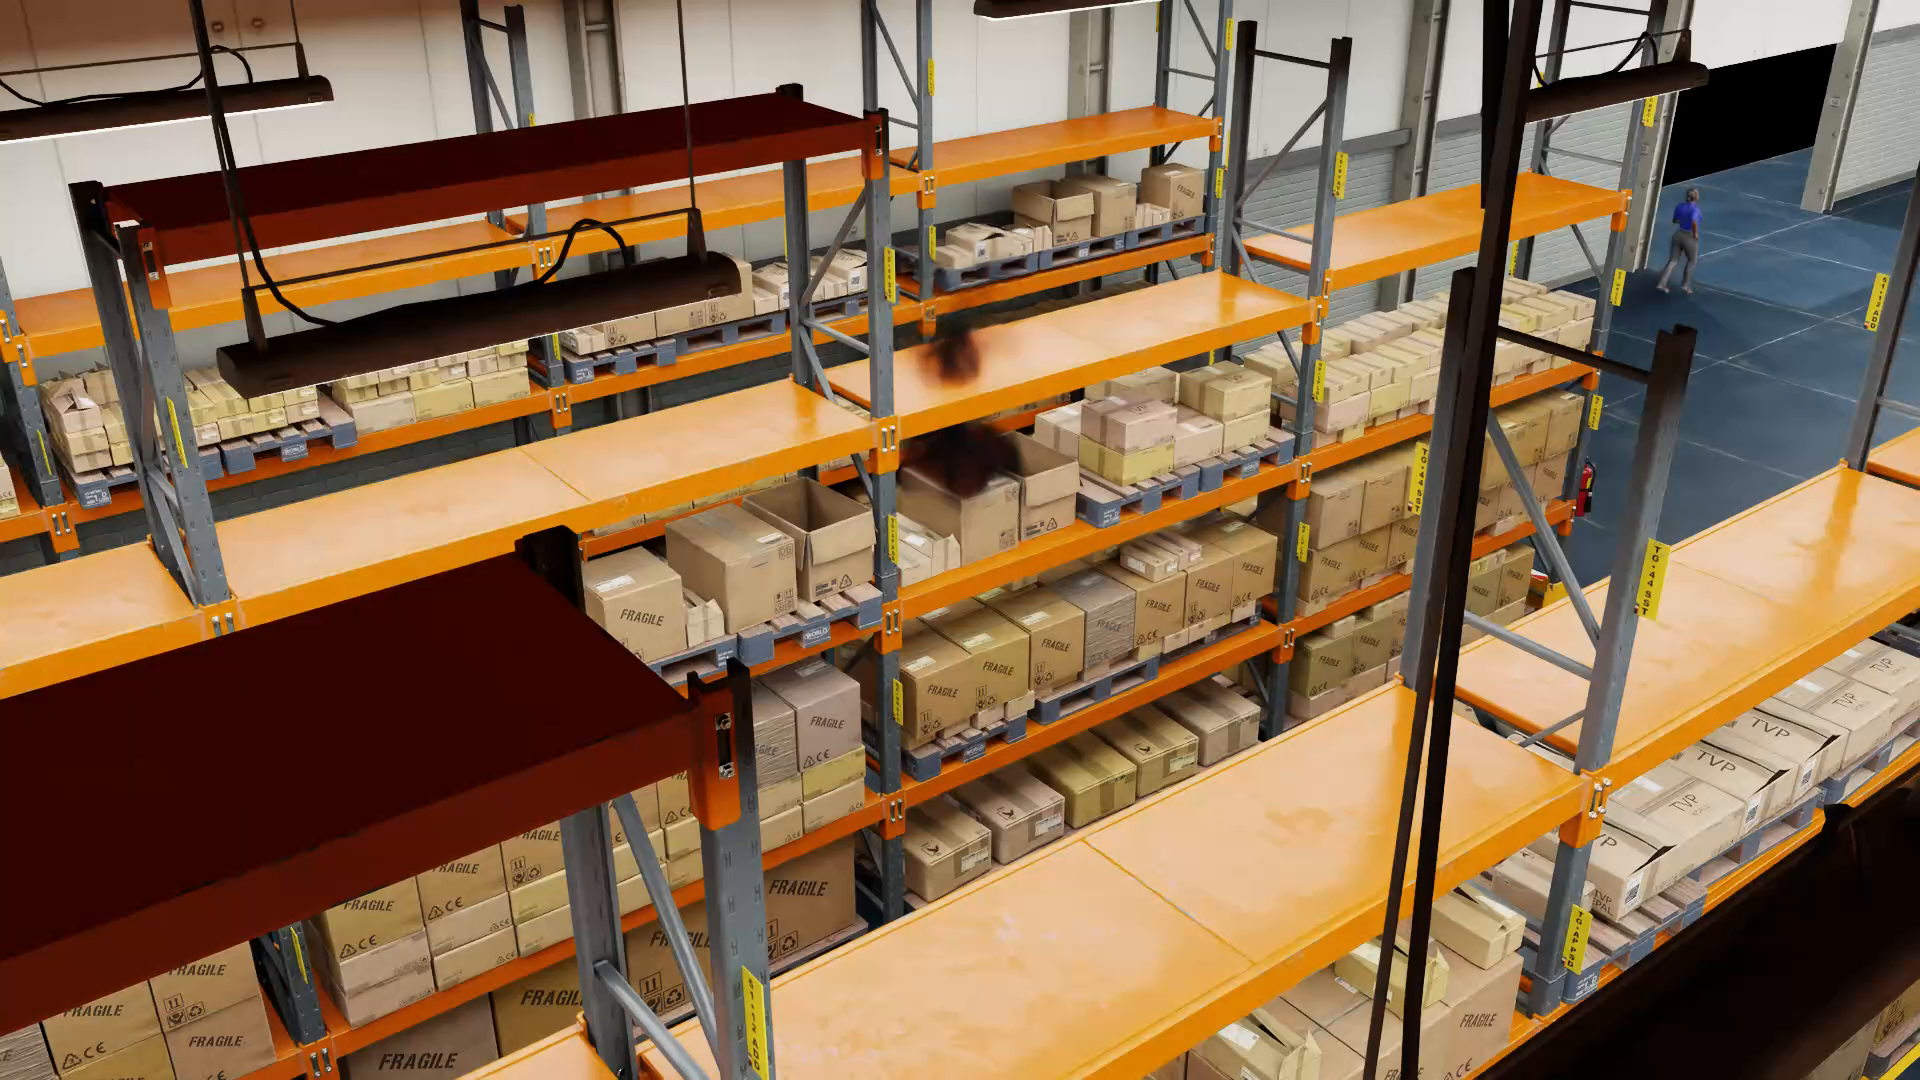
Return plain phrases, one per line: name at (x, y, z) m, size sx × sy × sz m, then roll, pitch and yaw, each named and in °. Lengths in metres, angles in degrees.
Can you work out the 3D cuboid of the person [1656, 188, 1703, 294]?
person at (11.108, -4.560, 25.521) m, size 0.775 × 1.700 × 0.567 m, roll -18°, pitch 31°, yaw -32°
